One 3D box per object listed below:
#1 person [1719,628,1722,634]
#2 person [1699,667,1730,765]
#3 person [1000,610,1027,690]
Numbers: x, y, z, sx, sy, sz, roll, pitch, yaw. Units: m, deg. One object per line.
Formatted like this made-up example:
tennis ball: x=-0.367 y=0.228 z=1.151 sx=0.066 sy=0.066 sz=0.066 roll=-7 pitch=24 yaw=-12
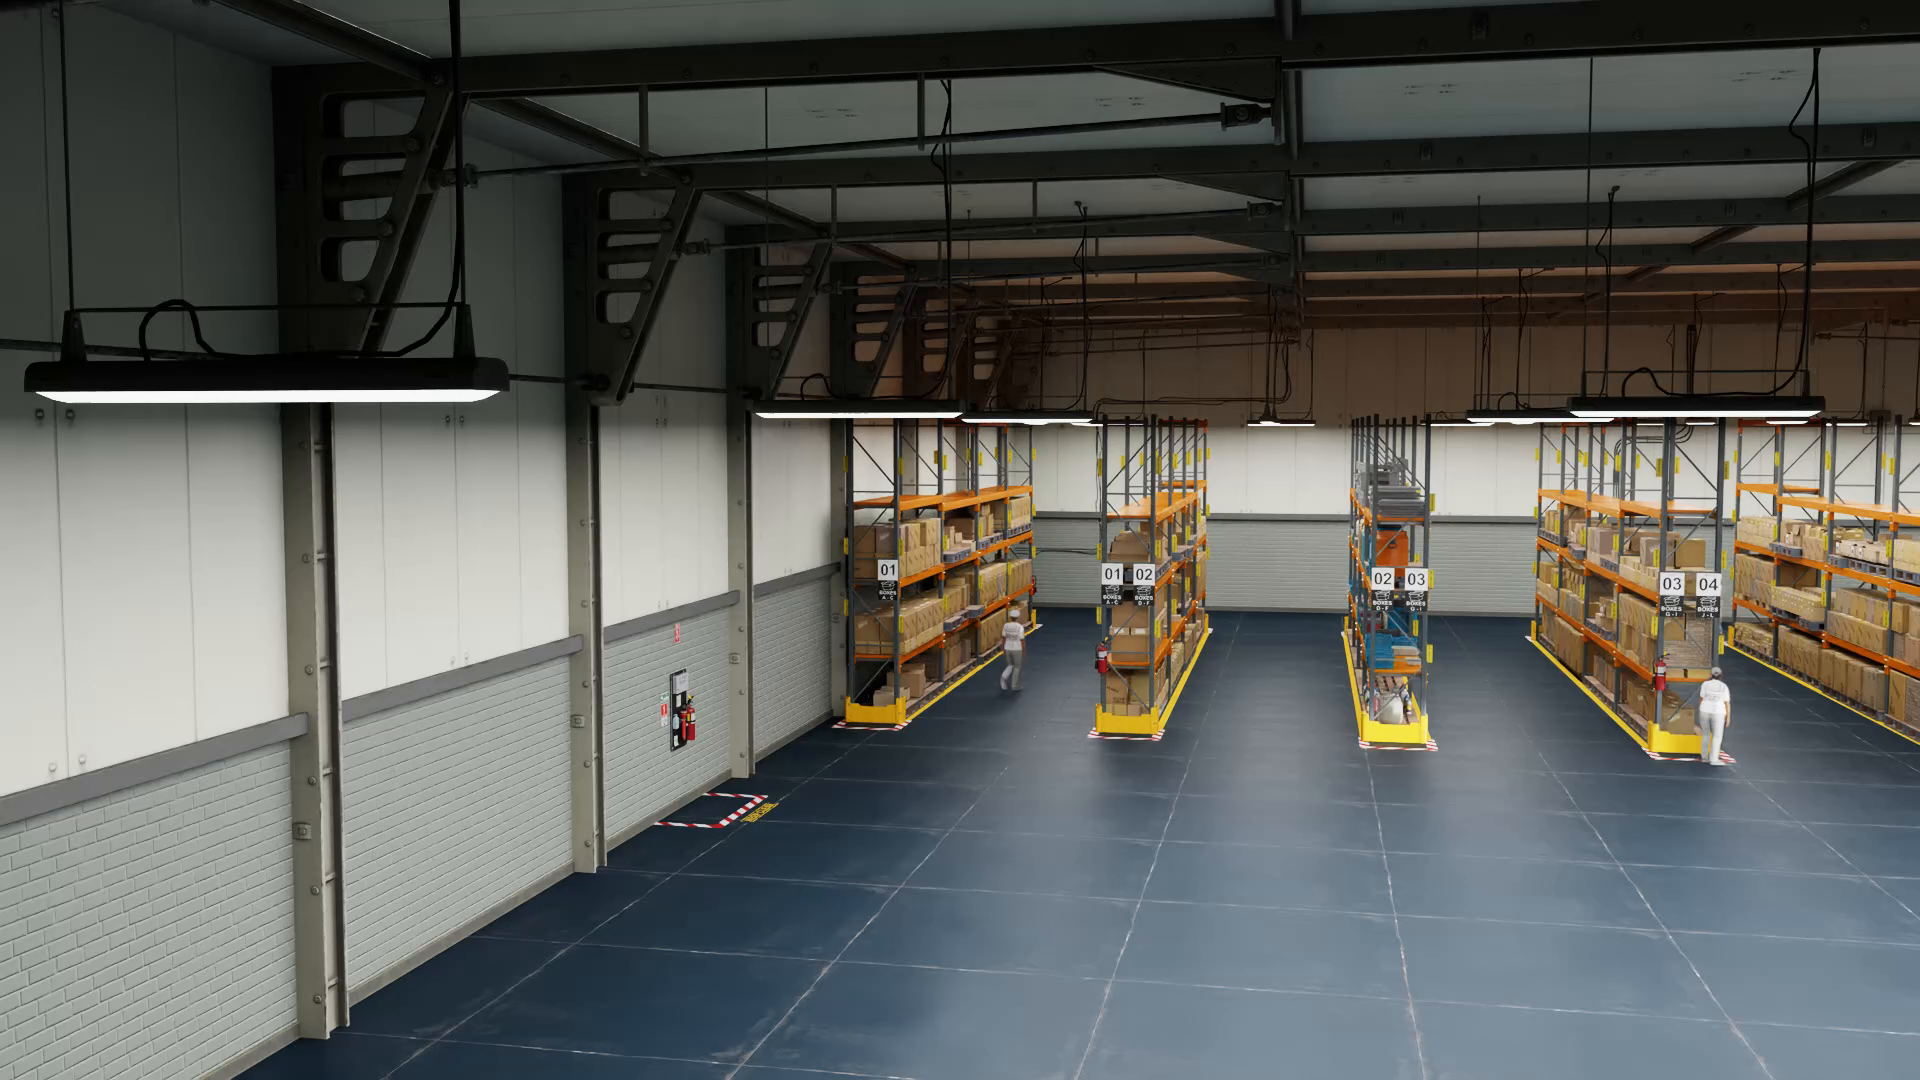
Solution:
person: x=20.302 y=1.805 z=45.233 sx=0.799 sy=1.688 sz=0.616 roll=1 pitch=4 yaw=10
person: x=12.875 y=3.003 z=28.360 sx=0.434 sy=1.684 sz=0.497 roll=-3 pitch=5 yaw=-40
person: x=1.177 y=2.405 z=36.304 sx=0.534 sy=1.767 sz=0.539 roll=-4 pitch=5 yaw=-45
